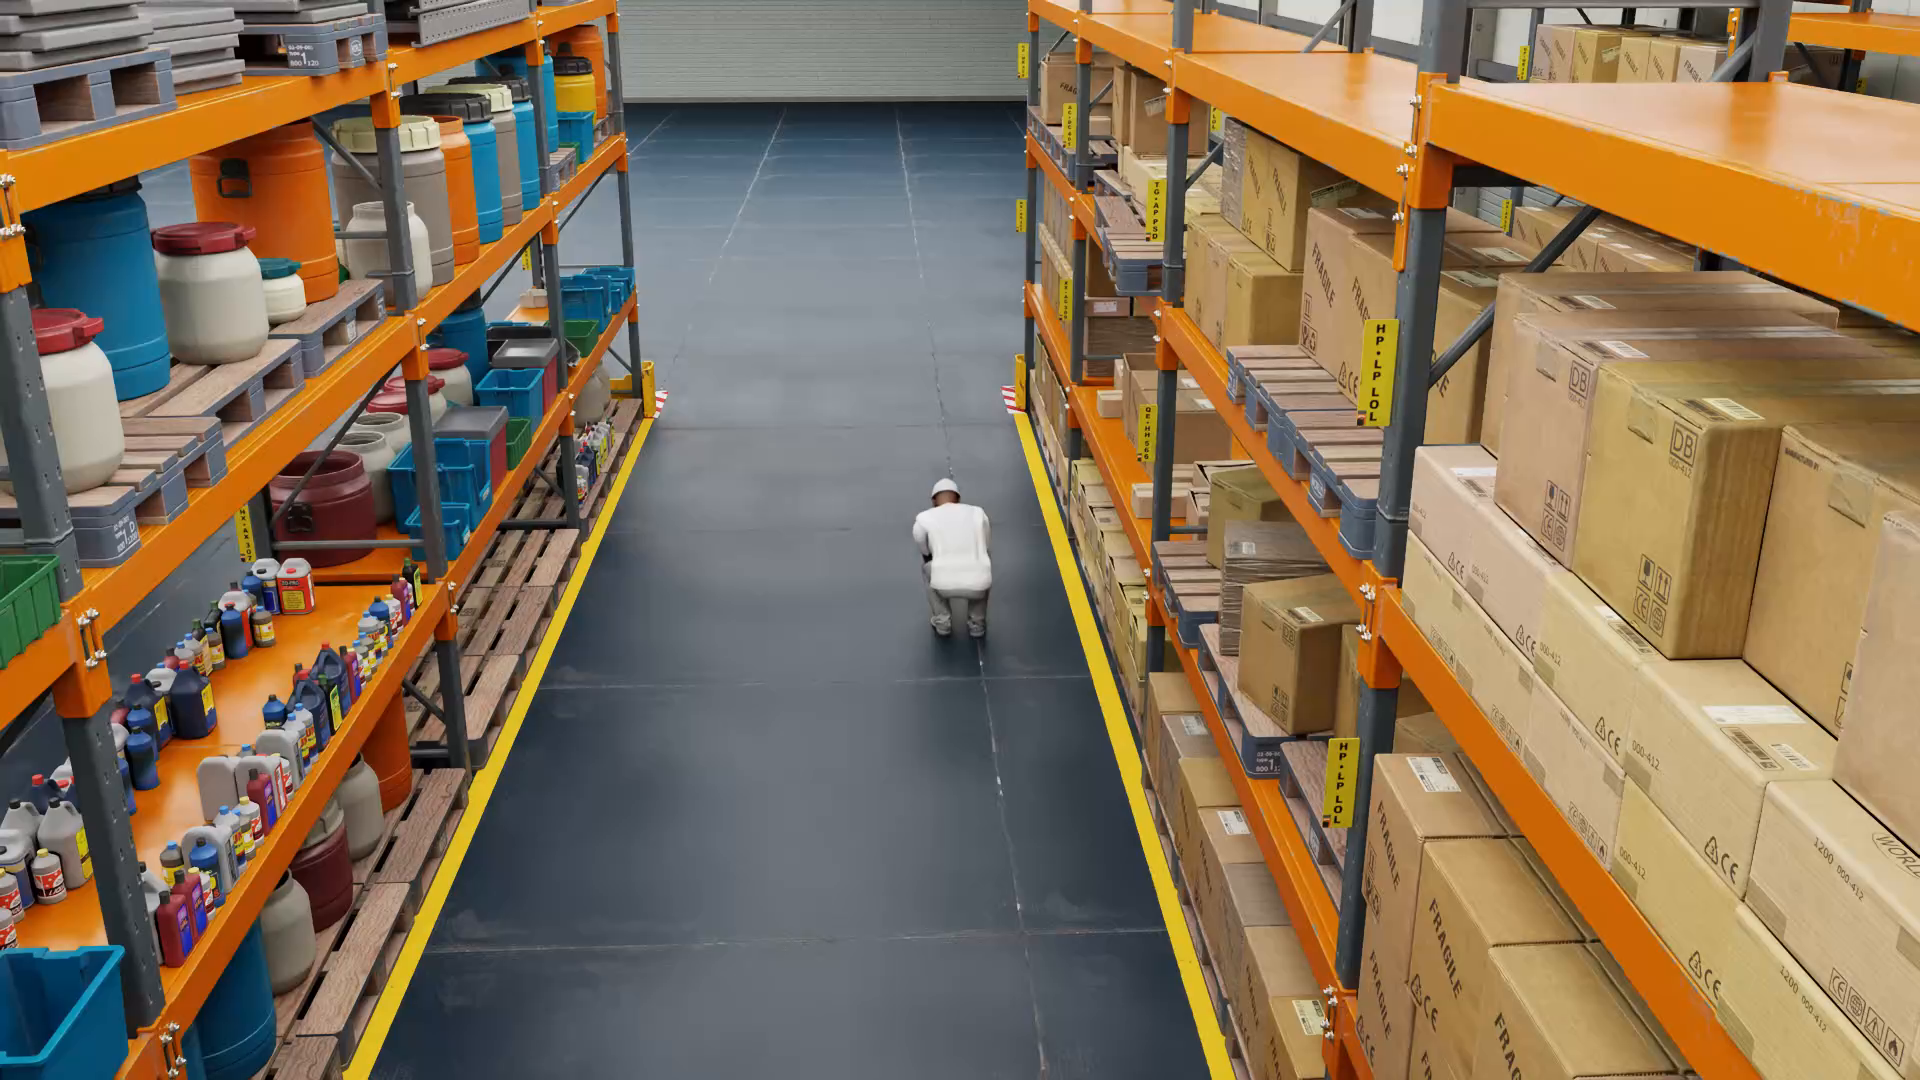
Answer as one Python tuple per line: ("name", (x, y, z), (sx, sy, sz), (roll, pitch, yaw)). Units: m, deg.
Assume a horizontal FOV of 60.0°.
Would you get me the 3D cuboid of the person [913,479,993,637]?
("person", (-0.054, 0.124, 11.816), (0.551, 1.007, 0.904), (-1, 20, -4))
